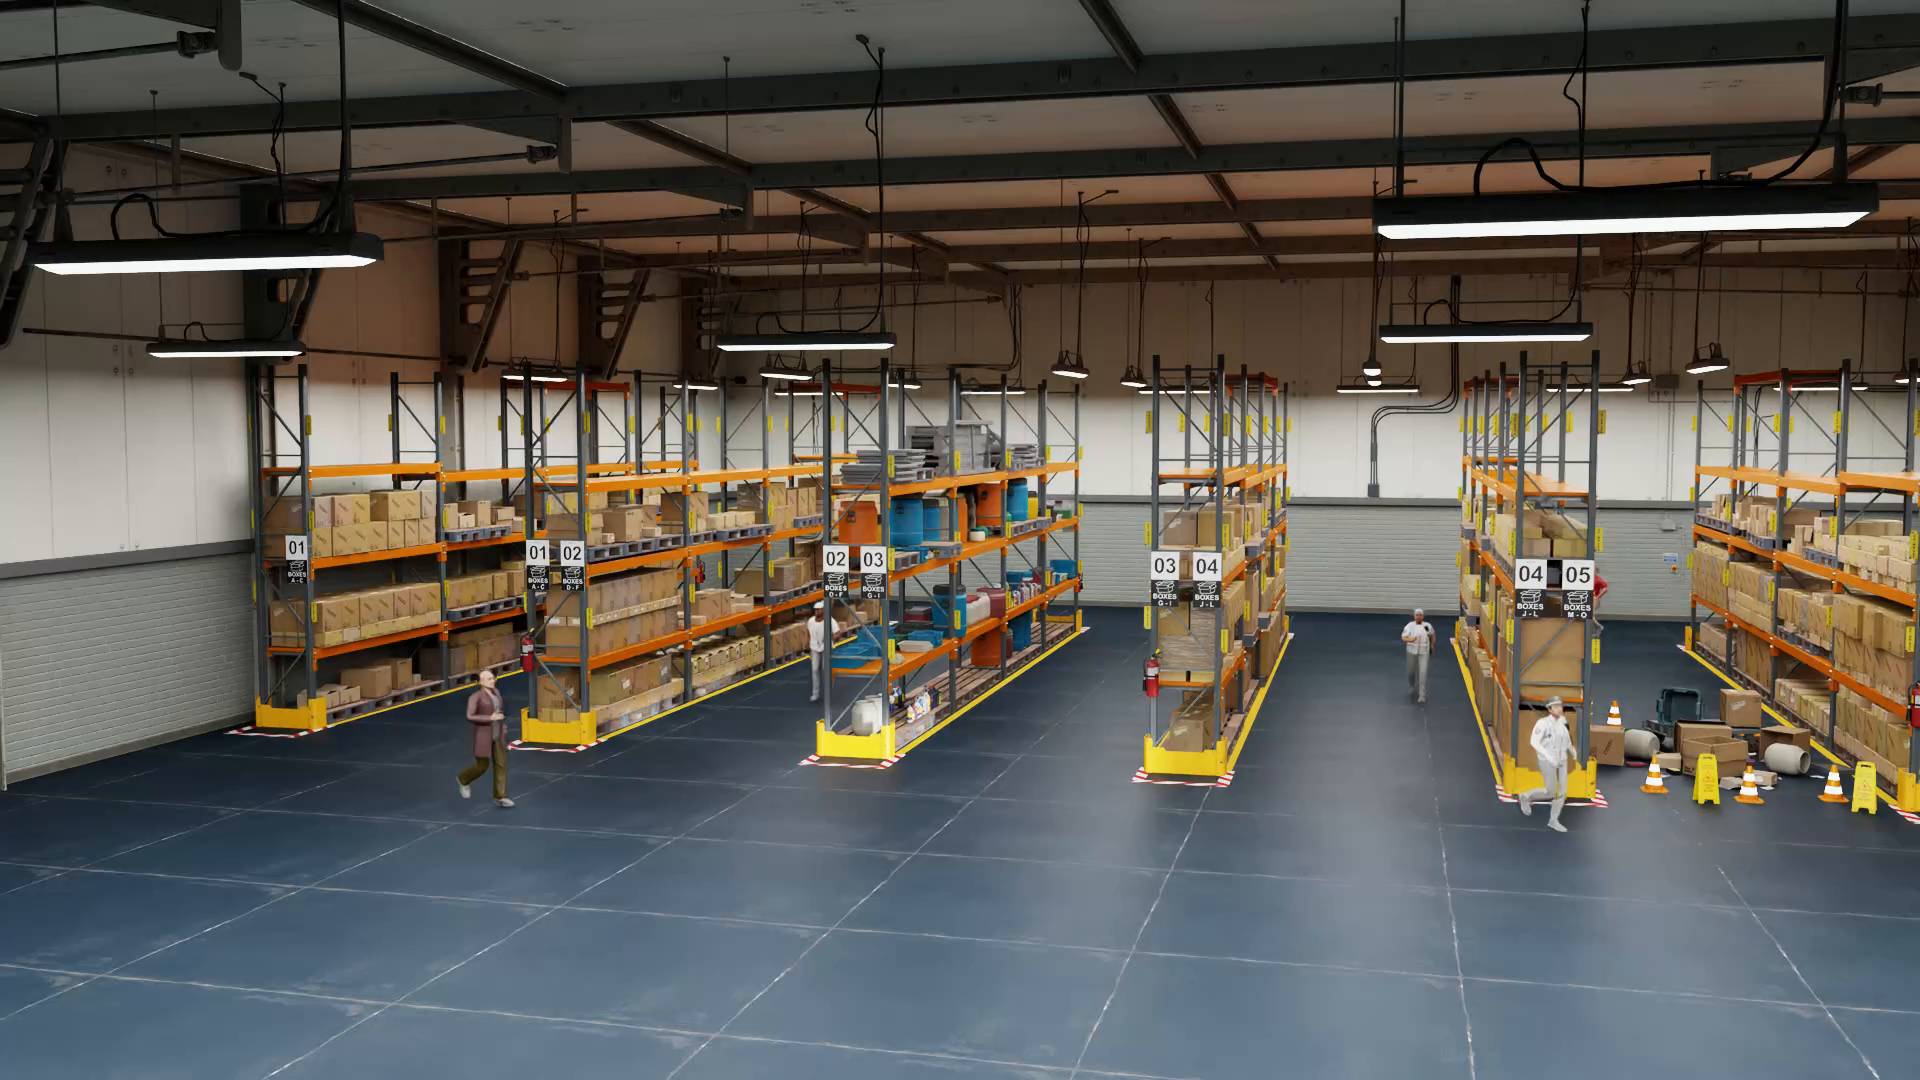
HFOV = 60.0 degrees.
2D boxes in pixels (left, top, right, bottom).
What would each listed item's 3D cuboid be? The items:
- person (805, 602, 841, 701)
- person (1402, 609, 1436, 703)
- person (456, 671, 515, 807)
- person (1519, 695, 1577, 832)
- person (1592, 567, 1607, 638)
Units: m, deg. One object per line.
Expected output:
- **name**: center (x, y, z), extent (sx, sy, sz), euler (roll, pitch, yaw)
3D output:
- **person**: center (-2.509, 2.009, 30.358), extent (0.686, 1.773, 0.886), euler (1, 4, 15)
- **person**: center (8.346, 2.068, 30.266), extent (0.607, 1.651, 0.941), euler (1, 4, 14)
- **person**: center (-6.239, 2.593, 21.867), extent (0.965, 1.761, 0.718), euler (2, 5, 31)
- **person**: center (7.368, 2.752, 20.761), extent (0.621, 1.684, 0.658), euler (-2, 4, -24)
- **person**: center (14.788, 1.462, 39.038), extent (0.599, 1.681, 0.649), euler (0, 4, 0)
